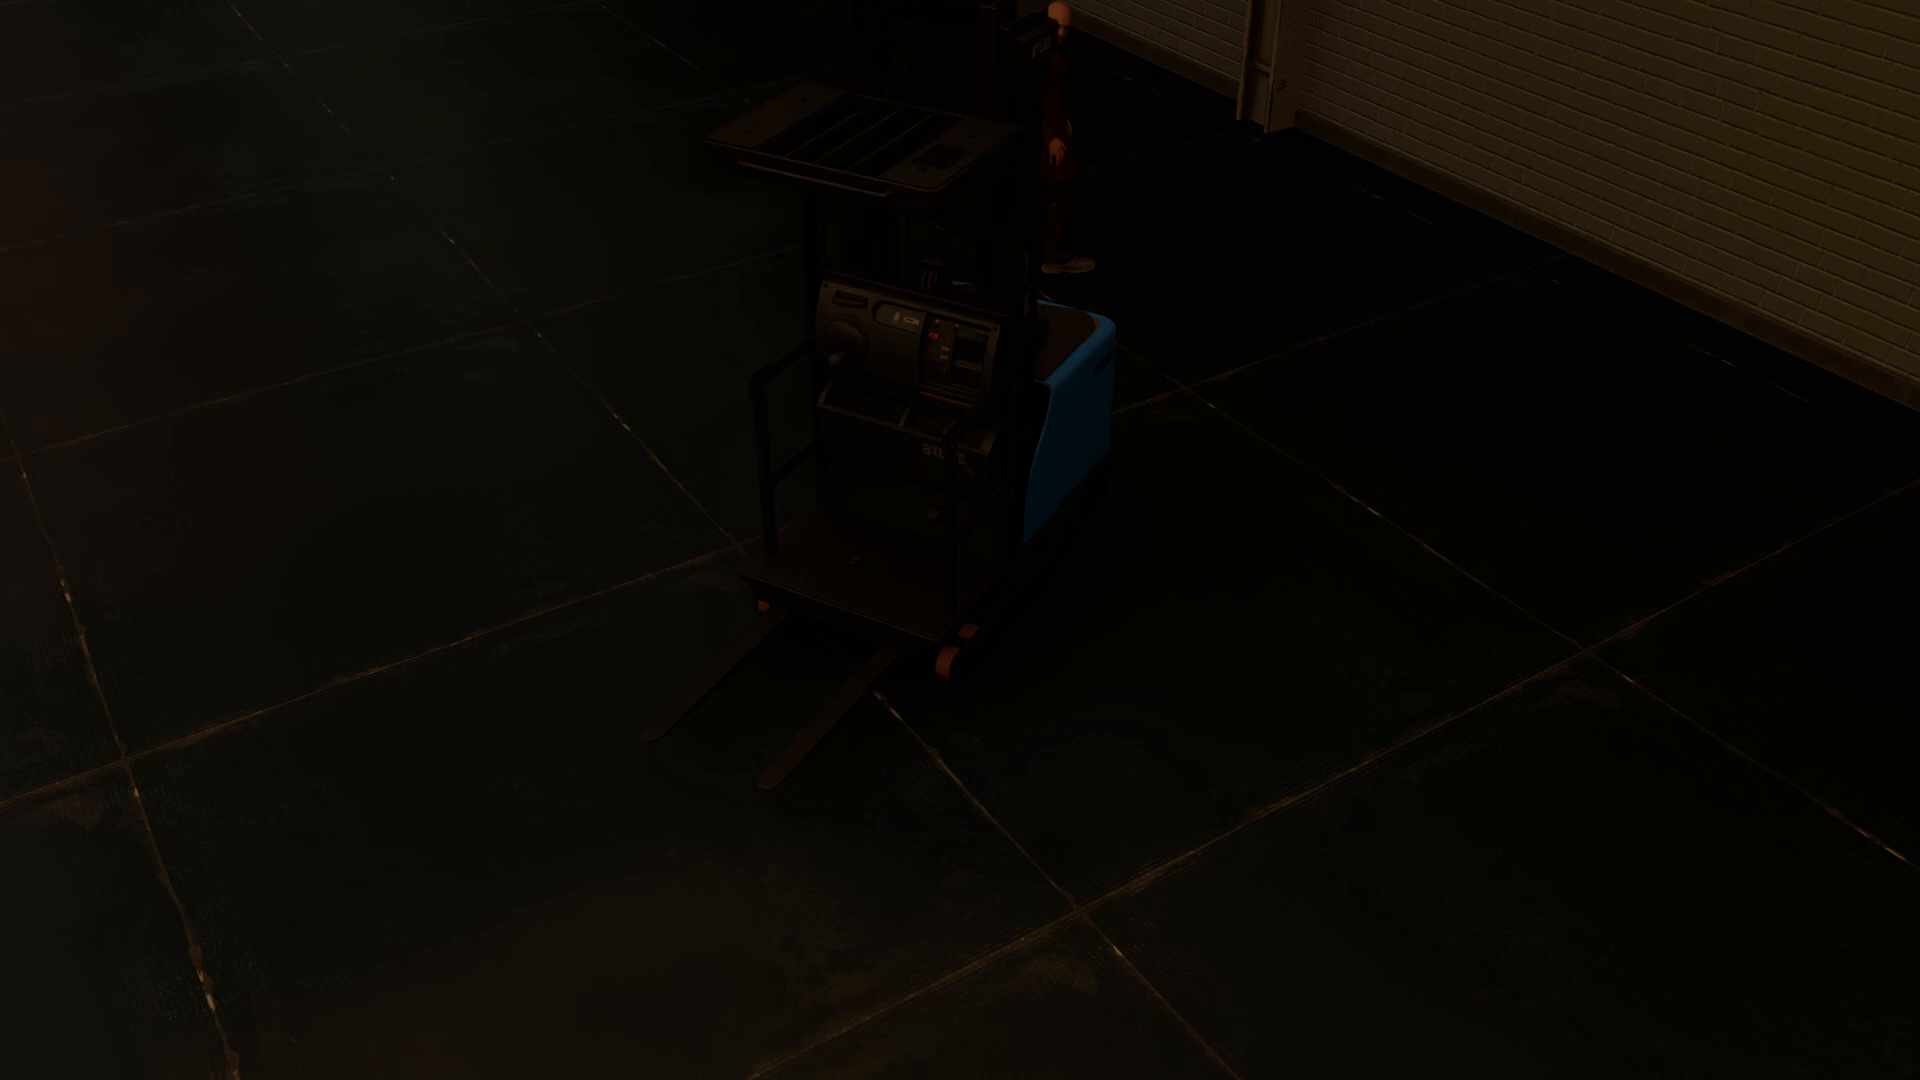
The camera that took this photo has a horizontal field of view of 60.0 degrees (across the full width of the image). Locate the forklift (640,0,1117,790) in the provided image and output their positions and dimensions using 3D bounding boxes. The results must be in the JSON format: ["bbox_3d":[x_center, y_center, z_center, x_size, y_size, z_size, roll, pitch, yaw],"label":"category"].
[{"bbox_3d":[-0.344,-0.842,7.346,1.130,2.935,3.031,18,39,23],"label":"forklift"}]

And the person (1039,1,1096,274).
[{"bbox_3d":[0.645,-2.641,10.931,0.558,1.759,0.799,0,35,0],"label":"person"}]
